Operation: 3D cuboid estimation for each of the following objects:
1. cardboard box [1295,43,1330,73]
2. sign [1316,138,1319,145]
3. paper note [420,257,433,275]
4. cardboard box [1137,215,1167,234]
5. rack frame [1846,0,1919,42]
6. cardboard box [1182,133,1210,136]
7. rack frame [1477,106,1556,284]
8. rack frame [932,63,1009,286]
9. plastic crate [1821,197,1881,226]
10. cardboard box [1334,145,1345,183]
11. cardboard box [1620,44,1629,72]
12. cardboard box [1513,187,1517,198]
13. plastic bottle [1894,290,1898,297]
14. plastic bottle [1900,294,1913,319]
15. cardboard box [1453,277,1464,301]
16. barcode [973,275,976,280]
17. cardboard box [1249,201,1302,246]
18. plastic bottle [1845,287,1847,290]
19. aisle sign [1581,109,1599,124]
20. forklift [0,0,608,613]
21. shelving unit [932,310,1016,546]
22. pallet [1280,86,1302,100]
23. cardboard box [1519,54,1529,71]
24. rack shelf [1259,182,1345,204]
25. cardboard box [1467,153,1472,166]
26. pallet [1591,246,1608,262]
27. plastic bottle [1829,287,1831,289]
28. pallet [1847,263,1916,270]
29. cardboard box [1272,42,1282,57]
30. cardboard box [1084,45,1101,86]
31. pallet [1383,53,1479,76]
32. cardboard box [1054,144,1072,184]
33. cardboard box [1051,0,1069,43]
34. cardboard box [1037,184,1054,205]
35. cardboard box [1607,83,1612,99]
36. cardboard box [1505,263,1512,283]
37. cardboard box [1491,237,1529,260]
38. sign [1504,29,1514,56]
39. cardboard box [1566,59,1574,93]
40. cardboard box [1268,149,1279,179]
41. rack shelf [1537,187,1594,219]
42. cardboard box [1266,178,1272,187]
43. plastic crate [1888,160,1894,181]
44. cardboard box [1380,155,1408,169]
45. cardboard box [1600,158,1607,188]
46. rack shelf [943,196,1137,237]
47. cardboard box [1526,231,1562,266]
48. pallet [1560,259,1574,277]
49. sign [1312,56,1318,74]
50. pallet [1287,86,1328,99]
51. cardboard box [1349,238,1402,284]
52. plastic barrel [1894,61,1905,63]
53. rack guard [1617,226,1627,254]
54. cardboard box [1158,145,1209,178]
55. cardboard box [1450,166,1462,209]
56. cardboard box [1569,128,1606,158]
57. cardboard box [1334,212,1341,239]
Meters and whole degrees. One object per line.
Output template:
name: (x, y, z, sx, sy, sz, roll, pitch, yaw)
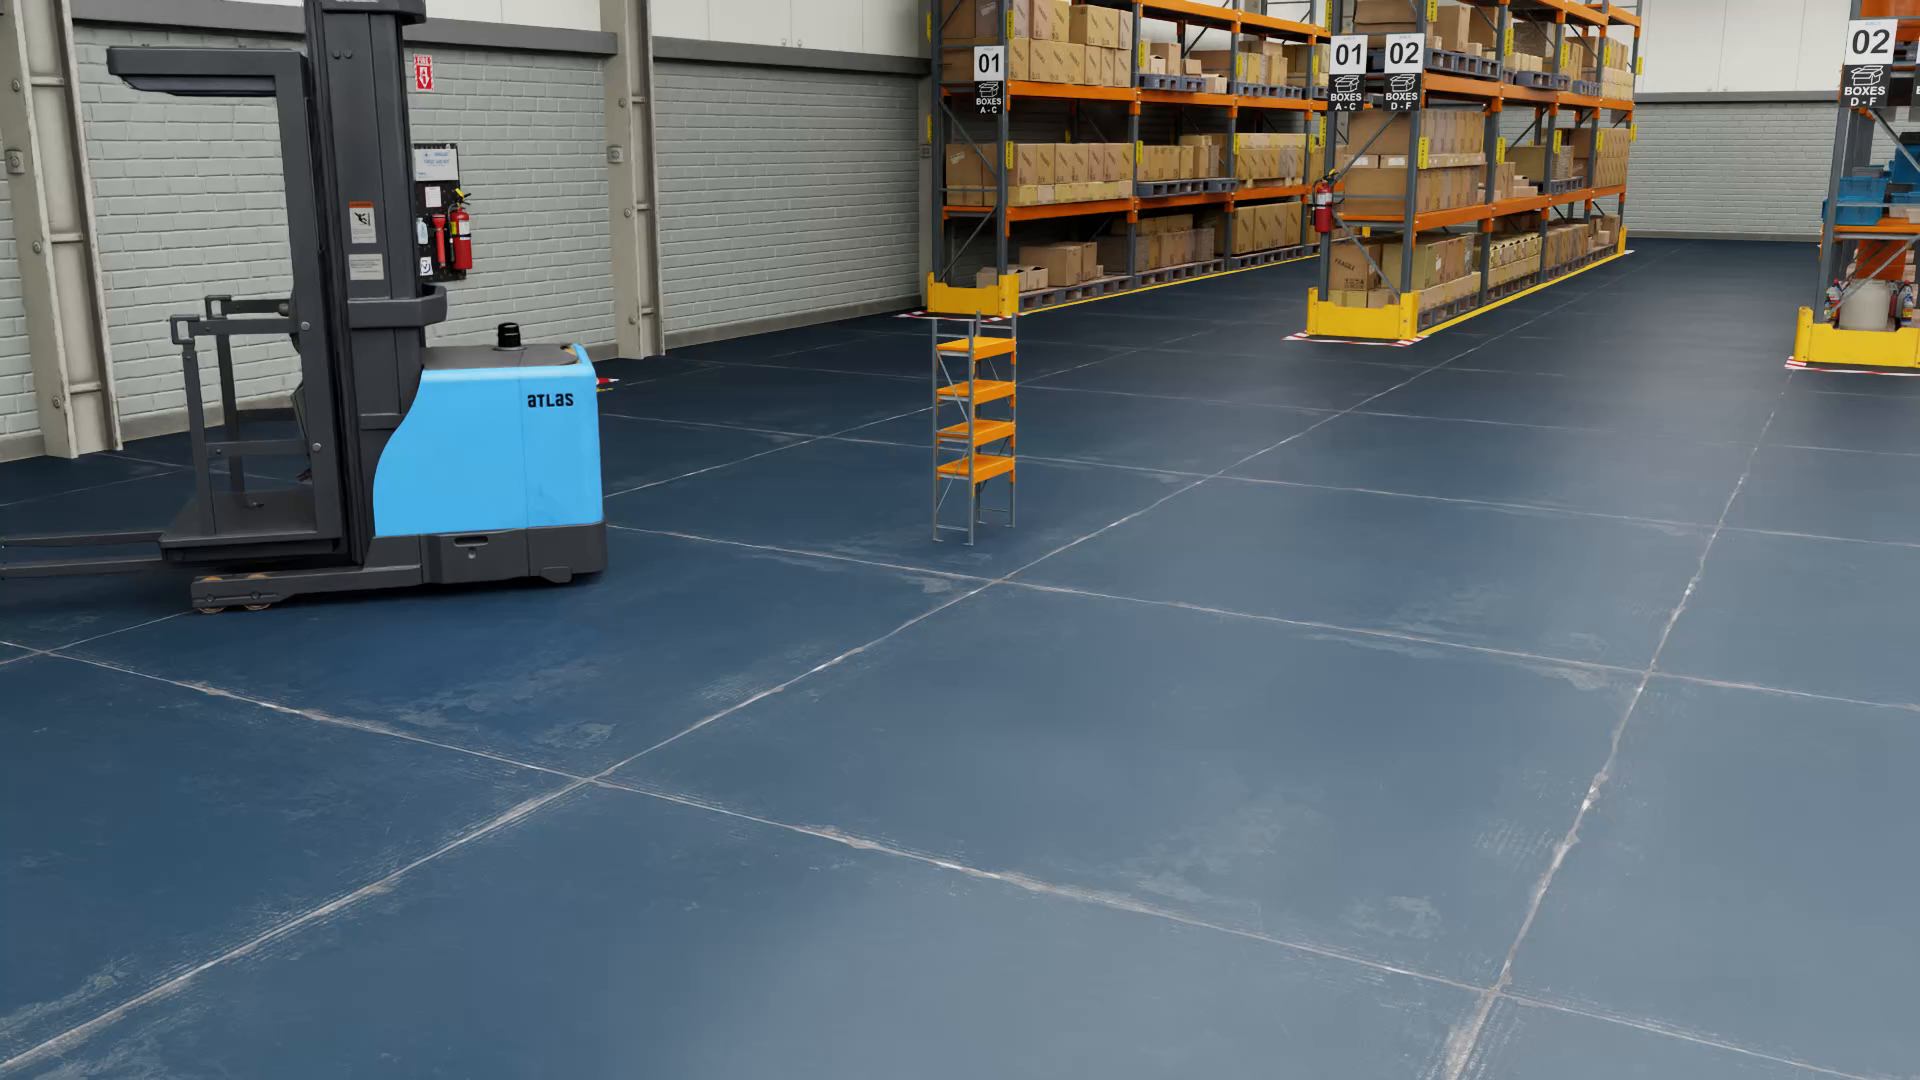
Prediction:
cardboard box: (6.509, -8.872, 30.643, 0.500, 0.500, 0.500, 7, 15, 28)
sign: (7.370, -8.099, 34.210, 0.100, 0.325, 0.005, 7, 15, 28)
paper note: (-4.575, -2.344, 14.235, 0.016, 0.148, 0.142, 7, 15, 28)
cardboard box: (2.851, -4.827, 25.452, 0.500, 0.250, 0.500, 7, 15, 26)
rack frame: (8.791, -6.087, 15.080, 1.000, 3.000, 0.127, 7, 15, 28)
cardboard box: (3.978, -6.624, 27.618, 0.500, 0.250, 0.500, 8, 16, 30)
rack frame: (8.324, -5.373, 24.922, 1.000, 3.000, 0.127, 7, 15, 28)
rack frame: (0.118, -4.293, 20.439, 1.000, 3.000, 0.127, 7, 15, 28)
plastic crate: (8.771, -3.234, 16.367, 0.499, 0.251, 0.616, 7, 15, 28)
cardboard box: (6.896, -7.309, 32.312, 0.980, 0.700, 0.700, 7, 15, 25)
cardboard box: (11.957, -8.900, 30.805, 0.700, 0.500, 0.500, 7, 15, 28)
cardboard box: (7.756, -4.983, 23.840, 0.380, 0.149, 0.250, 9, 16, 32)
plastic bottle: (10.314, -2.620, 18.358, 0.061, 0.283, 0.133, 7, 15, 28)
plastic bottle: (10.252, -2.527, 17.997, 0.097, 0.271, 0.097, 0, 14, 0)
cardboard box: (5.878, -3.095, 20.440, 0.500, 0.250, 0.500, 7, 15, 28)
barcode: (0.190, -3.385, 21.451, 0.001, 0.075, 0.075, 7, 15, 28)
cardboard box: (5.719, -5.766, 30.239, 0.750, 0.750, 0.750, 8, 15, 29)
plastic bottle: (10.006, -2.716, 18.783, 0.097, 0.271, 0.097, 0, 14, 0)
aisle sign: (11.967, -8.326, 31.622, 0.394, 0.787, 0.004, 7, 15, 28)
forklift: (-3.306, -1.225, 7.863, 3.031, 2.935, 1.130, -4, 14, -15)
shelving unit: (0.080, -0.617, 9.034, 0.258, 1.200, 0.503, 7, 15, 28)
pallet: (5.519, -7.926, 29.518, 0.805, 0.209, 1.217, 7, 15, 26)
cardboard box: (7.630, -6.638, 23.190, 0.500, 0.250, 0.500, 7, 15, 27)
rack shelf: (6.886, -6.815, 32.437, 1.077, 0.370, 4.000, 7, 15, 28)
cardboard box: (6.074, -4.678, 20.441, 0.380, 0.149, 0.250, 7, 15, 28)
pallet: (11.179, -5.230, 30.279, 1.003, 0.211, 1.213, 7, 15, 28)
plastic bottle: (9.763, -2.698, 18.680, 0.061, 0.283, 0.133, 8, 16, 31)
pallet: (14.182, -4.123, 25.685, 1.003, 0.211, 1.213, 7, 15, 28)
cardboard box: (5.379, -8.674, 29.461, 0.500, 0.250, 0.500, 9, 16, 32)
cardboard box: (1.534, -6.278, 22.018, 0.500, 0.500, 0.500, 7, 15, 26)
pallet: (5.410, -5.541, 19.405, 1.003, 0.211, 1.213, 7, 15, 28)
cardboard box: (1.115, -4.863, 21.484, 0.500, 0.500, 0.500, 7, 15, 26)
cardboard box: (1.042, -6.550, 21.014, 0.500, 0.500, 0.500, 8, 16, 30)
cardboard box: (0.870, -4.402, 21.169, 0.500, 0.250, 0.500, 7, 15, 26)
cardboard box: (10.954, -7.753, 28.713, 0.500, 0.250, 0.500, 7, 15, 28)
cardboard box: (7.298, -3.686, 22.894, 0.500, 0.250, 0.500, 7, 15, 26)
cardboard box: (7.794, -4.168, 23.694, 0.500, 0.311, 0.500, 7, 15, 28)
sign: (6.877, -6.238, 20.837, 0.100, 0.325, 0.005, 7, 15, 28)
cardboard box: (9.003, -7.185, 25.822, 0.910, 0.500, 0.500, 7, 15, 28)
cardboard box: (5.191, -6.523, 28.801, 0.500, 0.500, 0.500, 8, 16, 30)
rack shelf: (9.291, -5.434, 26.708, 1.077, 0.370, 4.000, 7, 15, 28)
cardboard box: (5.213, -6.232, 28.976, 0.380, 0.149, 0.250, 8, 16, 30)
plastic crate: (16.527, -6.409, 29.015, 0.616, 0.435, 0.499, 7, 15, 28)
cardboard box: (4.835, -4.152, 18.259, 0.380, 0.149, 0.250, 7, 15, 28)
cardboard box: (10.987, -6.422, 29.057, 0.500, 0.500, 0.500, 8, 16, 29)
rack shelf: (1.085, -4.353, 22.225, 1.077, 0.370, 4.000, 7, 15, 28)
cardboard box: (9.042, -4.541, 25.865, 0.500, 0.500, 0.500, 7, 15, 26)
pallet: (9.308, -4.416, 26.901, 1.003, 0.211, 1.213, 7, 15, 28)
sign: (6.399, -8.558, 29.955, 0.100, 0.325, 0.005, 7, 15, 28)
pallet: (6.324, -8.336, 31.001, 1.003, 0.211, 1.213, 7, 15, 28)
cardboard box: (4.926, -3.315, 19.753, 0.500, 0.500, 0.500, 7, 15, 28)
plastic barrel: (10.780, -5.822, 19.311, 0.600, 0.901, 0.708, 7, 15, 28)
rack guard: (12.154, -5.784, 31.958, 1.175, 0.500, 0.348, 7, 15, 28)
cardboard box: (3.521, -5.981, 26.291, 0.700, 0.500, 0.500, 6, 15, 23)
cardboard box: (5.686, -4.298, 20.249, 0.700, 0.500, 0.500, 8, 16, 29)
cardboard box: (10.731, -6.794, 28.466, 0.500, 0.500, 0.500, 8, 16, 29)
cardboard box: (7.118, -6.203, 32.802, 0.700, 0.500, 0.500, 7, 15, 26)
